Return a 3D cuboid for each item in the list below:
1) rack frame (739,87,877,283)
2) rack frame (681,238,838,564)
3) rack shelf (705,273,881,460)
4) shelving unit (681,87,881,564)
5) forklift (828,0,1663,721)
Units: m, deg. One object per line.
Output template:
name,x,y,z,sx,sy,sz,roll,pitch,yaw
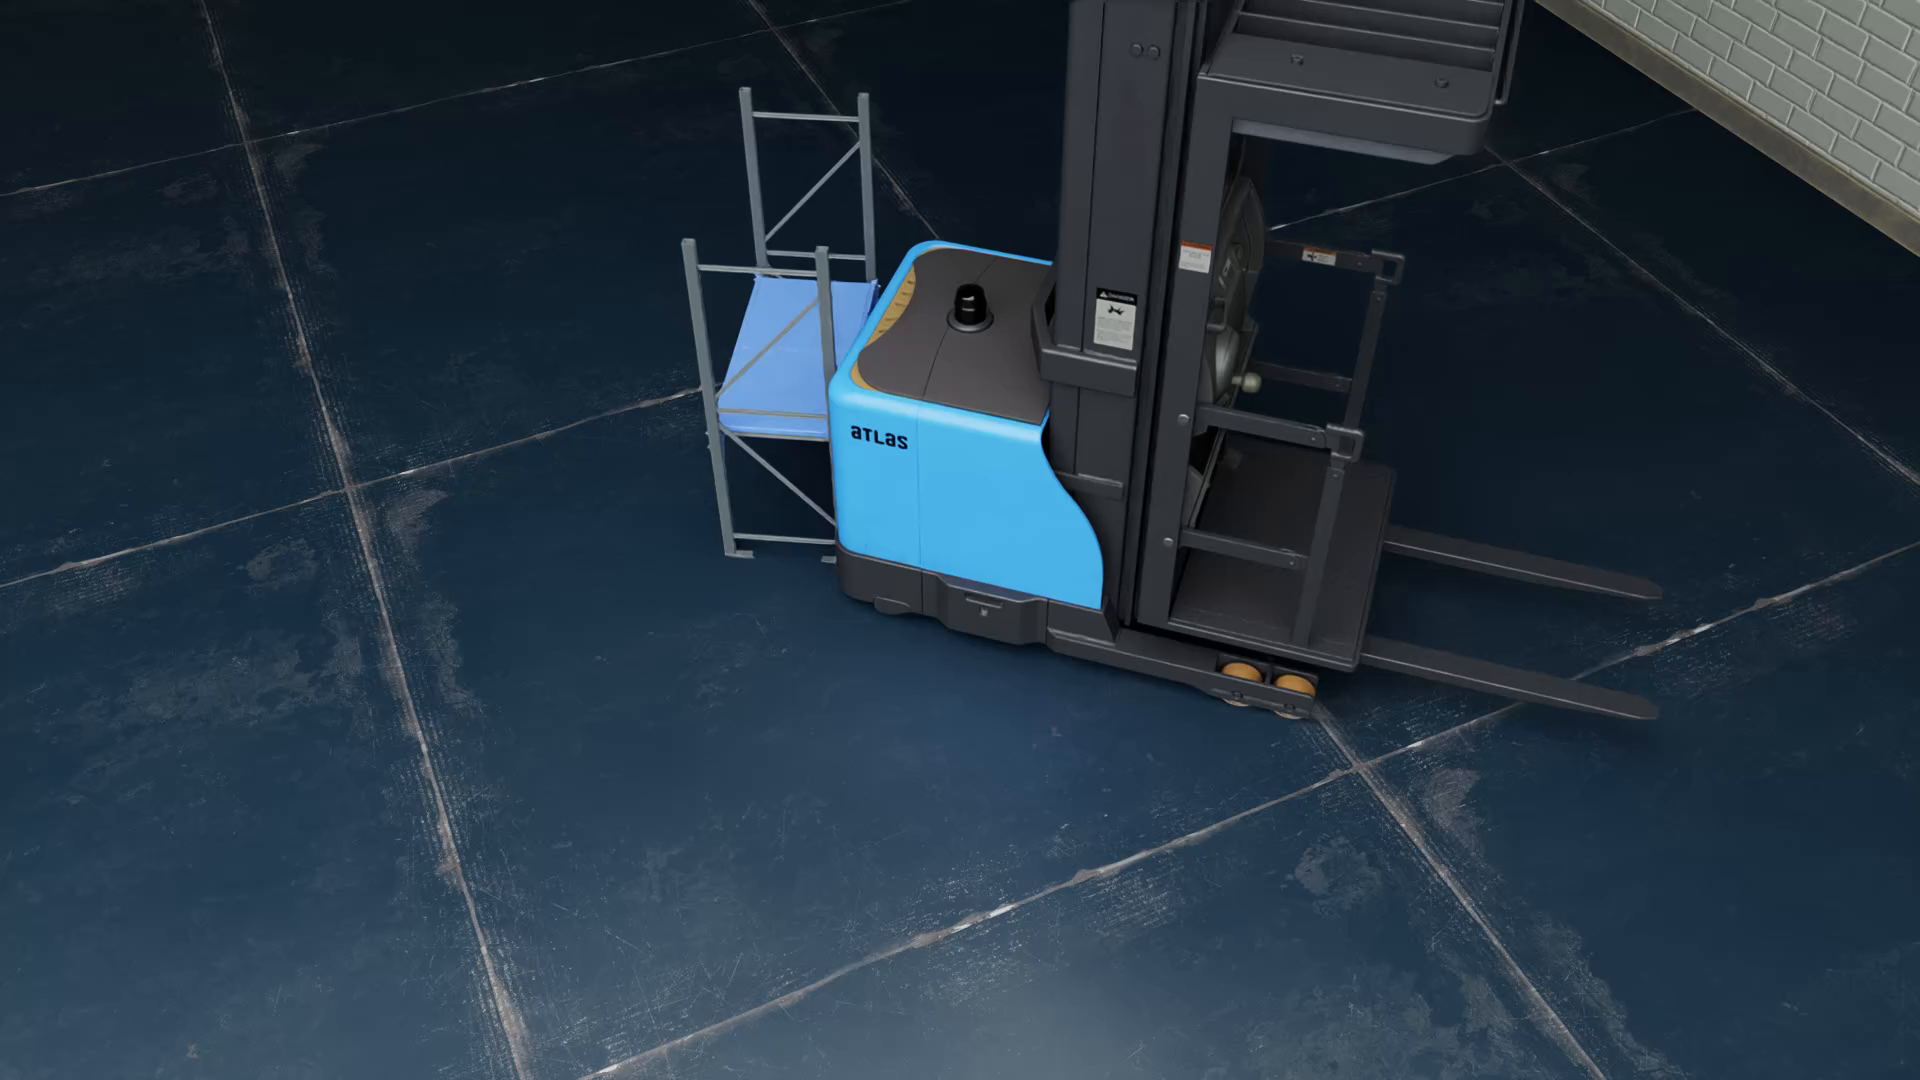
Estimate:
rack frame,-0.595,-1.175,6.873,0.500,1.500,0.032,4,45,4
rack frame,-0.694,-0.464,6.153,0.500,1.500,0.032,4,45,4
rack shelf,-0.645,-0.691,6.639,0.538,0.185,1.000,4,45,4
shelving unit,-0.645,-0.820,6.513,0.538,1.500,1.048,4,45,4
forklift,1.098,-0.810,5.484,3.031,2.935,1.130,13,46,13
